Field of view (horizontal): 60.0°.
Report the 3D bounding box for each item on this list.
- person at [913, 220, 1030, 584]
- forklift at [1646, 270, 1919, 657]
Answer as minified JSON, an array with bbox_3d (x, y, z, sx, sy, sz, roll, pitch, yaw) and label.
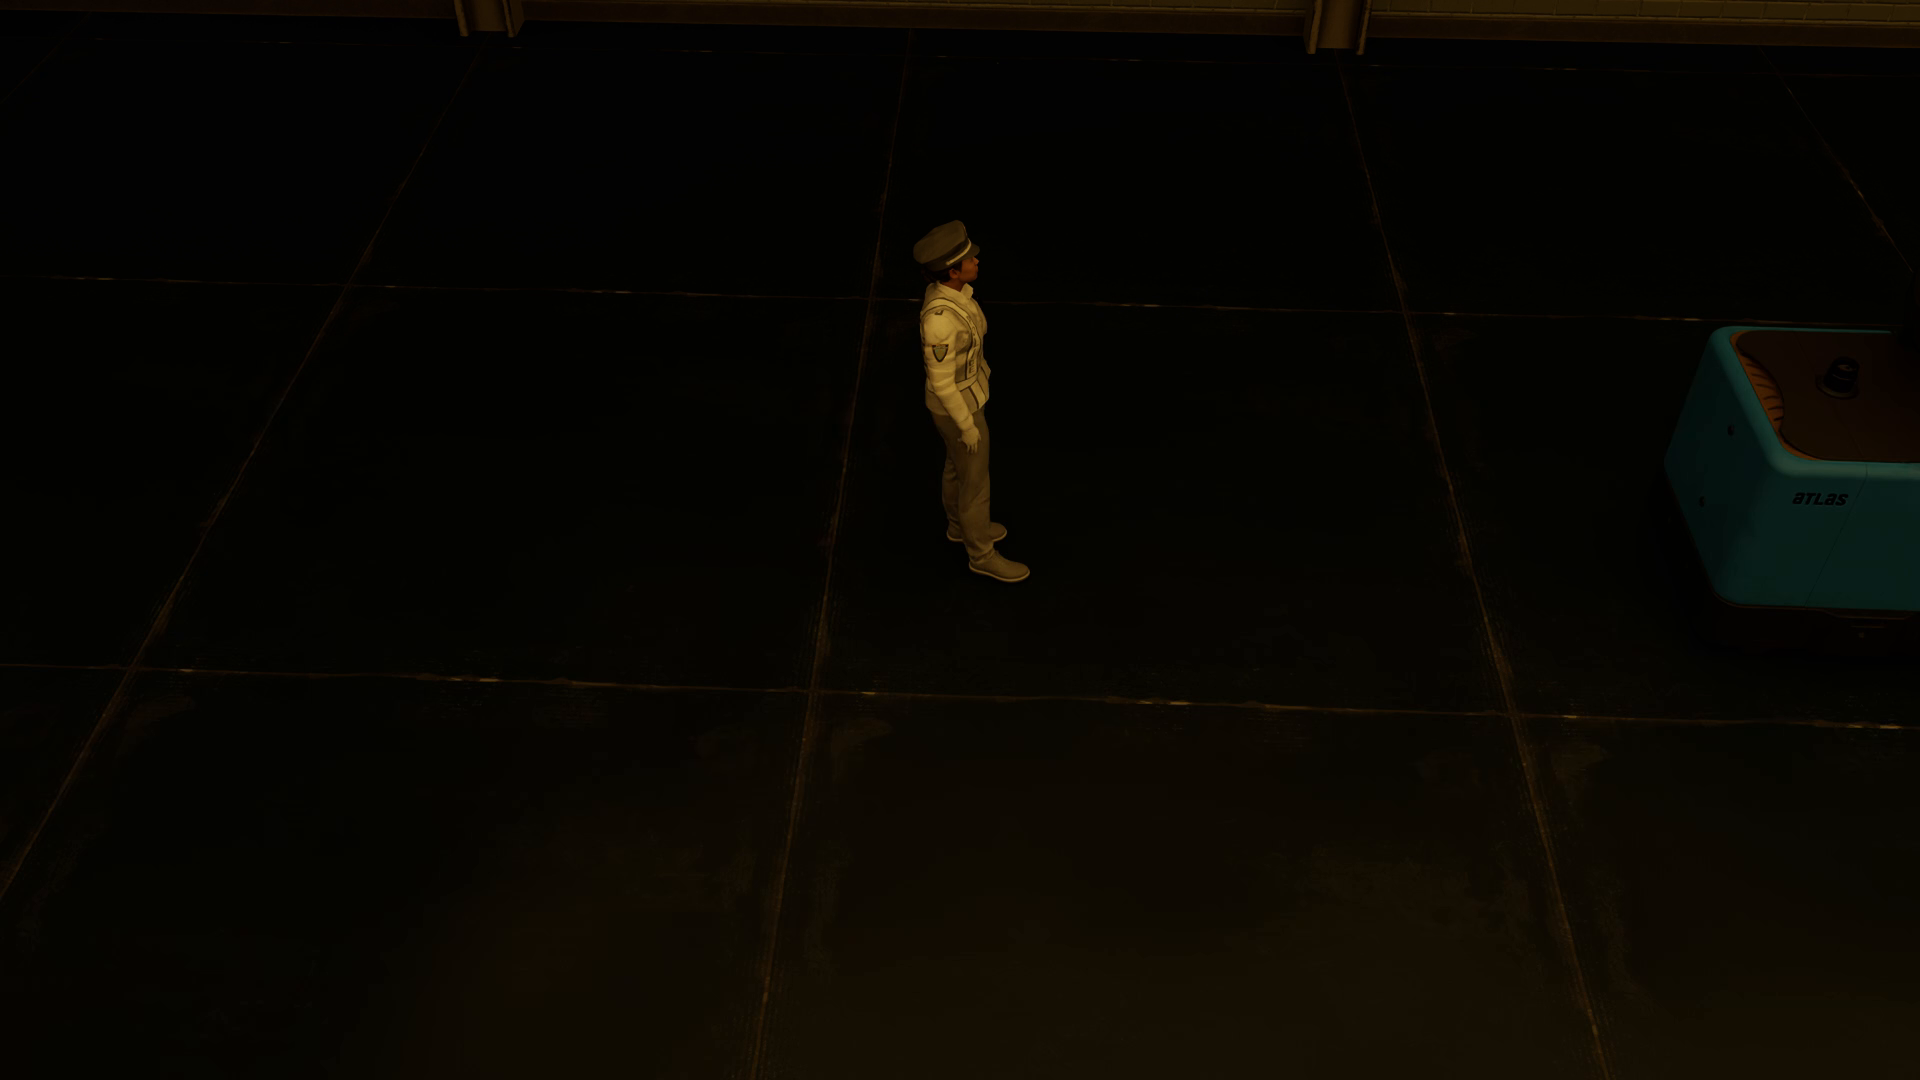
[{"bbox_3d":[0.069,-0.624,7.333,0.530,1.694,0.586,2,42,2],"label":"person"},{"bbox_3d":[4.794,-0.870,6.695,3.031,2.935,1.130,2,42,2],"label":"forklift"}]
